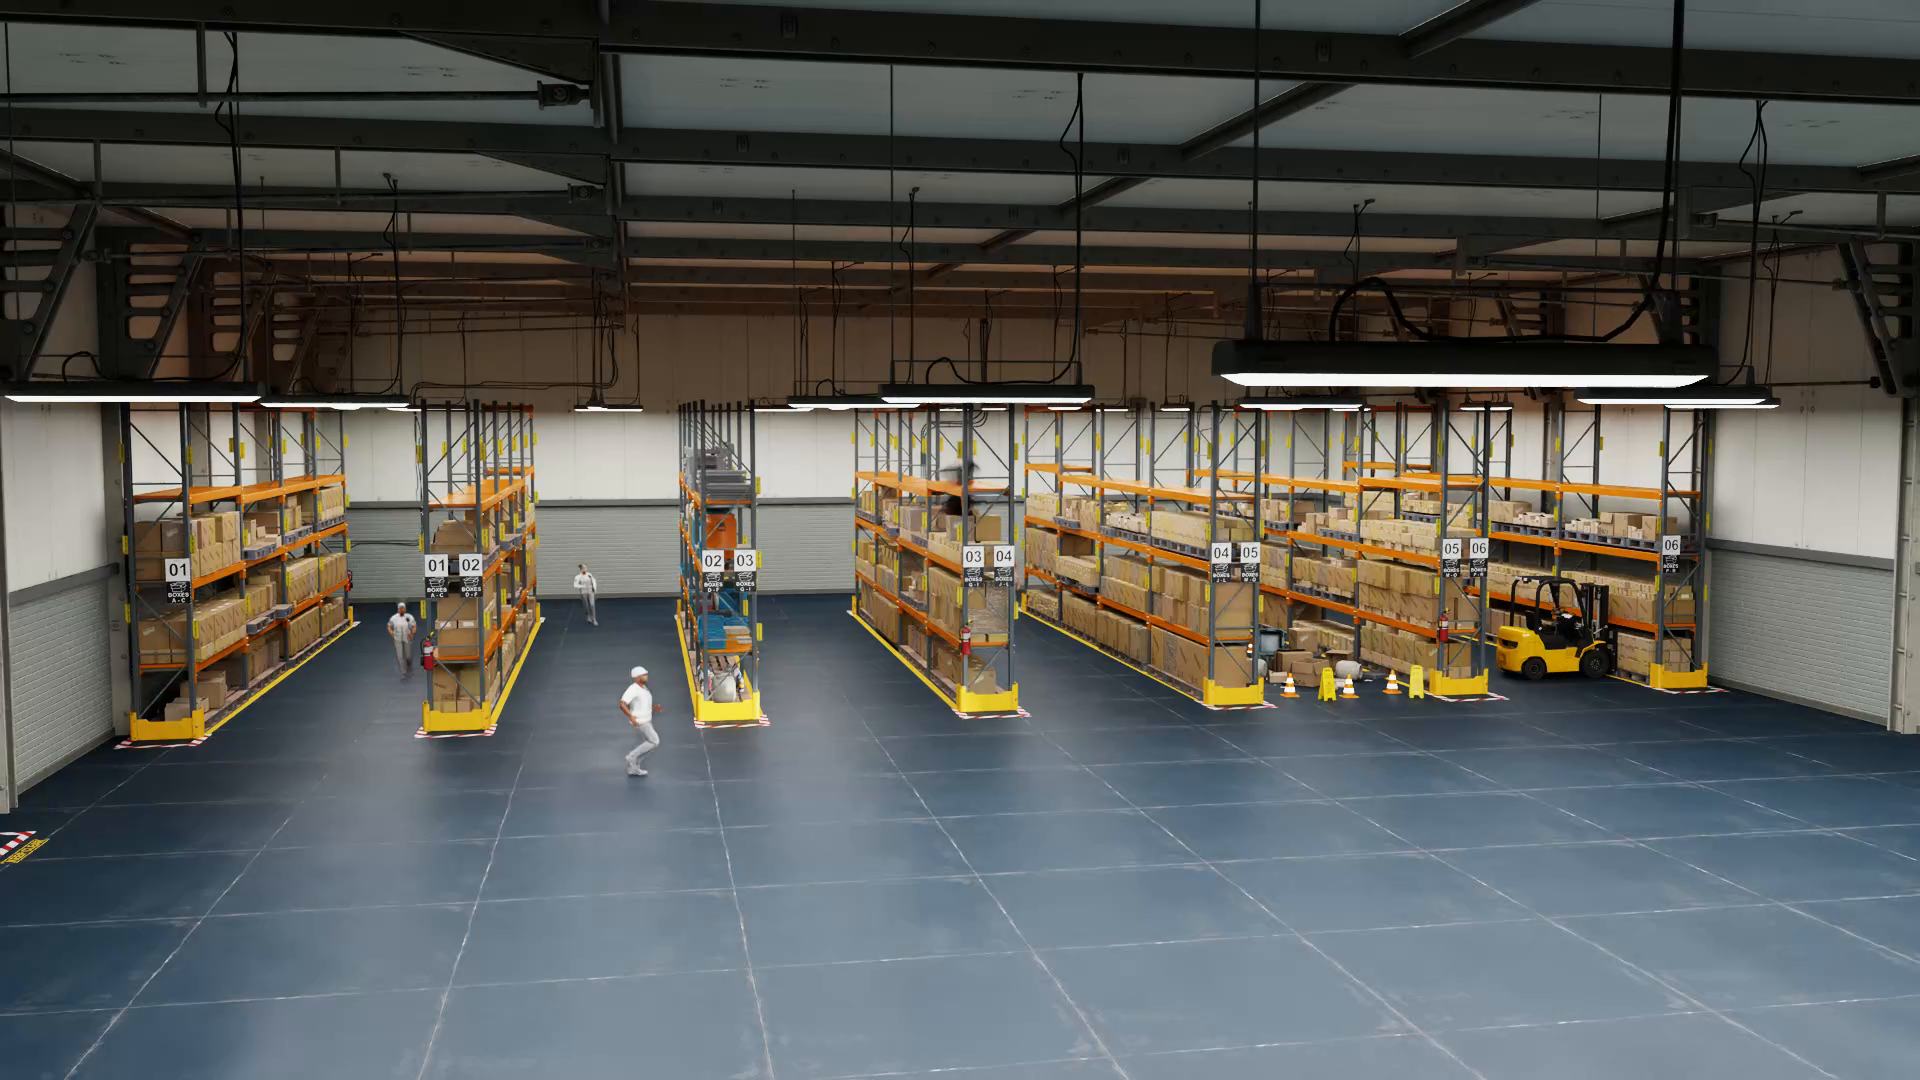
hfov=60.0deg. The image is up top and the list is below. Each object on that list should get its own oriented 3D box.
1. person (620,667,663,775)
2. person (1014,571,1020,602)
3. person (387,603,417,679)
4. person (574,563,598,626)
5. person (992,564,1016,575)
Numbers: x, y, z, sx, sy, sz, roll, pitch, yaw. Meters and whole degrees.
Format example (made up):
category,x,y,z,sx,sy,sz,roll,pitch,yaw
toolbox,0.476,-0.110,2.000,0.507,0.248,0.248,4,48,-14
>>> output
category,x,y,z,sx,sy,sz,roll,pitch,yaw
person,-5.011,2.866,26.343,0.597,1.720,0.690,0,4,4
person,1.305,1.451,45.041,0.673,1.834,0.914,0,4,-6
person,-12.140,2.180,36.181,0.614,1.638,0.598,-1,5,-17
person,-10.215,1.470,45.327,0.631,1.695,0.847,-2,5,-24
person,1.222,1.178,49.104,0.743,1.757,0.853,3,5,32
